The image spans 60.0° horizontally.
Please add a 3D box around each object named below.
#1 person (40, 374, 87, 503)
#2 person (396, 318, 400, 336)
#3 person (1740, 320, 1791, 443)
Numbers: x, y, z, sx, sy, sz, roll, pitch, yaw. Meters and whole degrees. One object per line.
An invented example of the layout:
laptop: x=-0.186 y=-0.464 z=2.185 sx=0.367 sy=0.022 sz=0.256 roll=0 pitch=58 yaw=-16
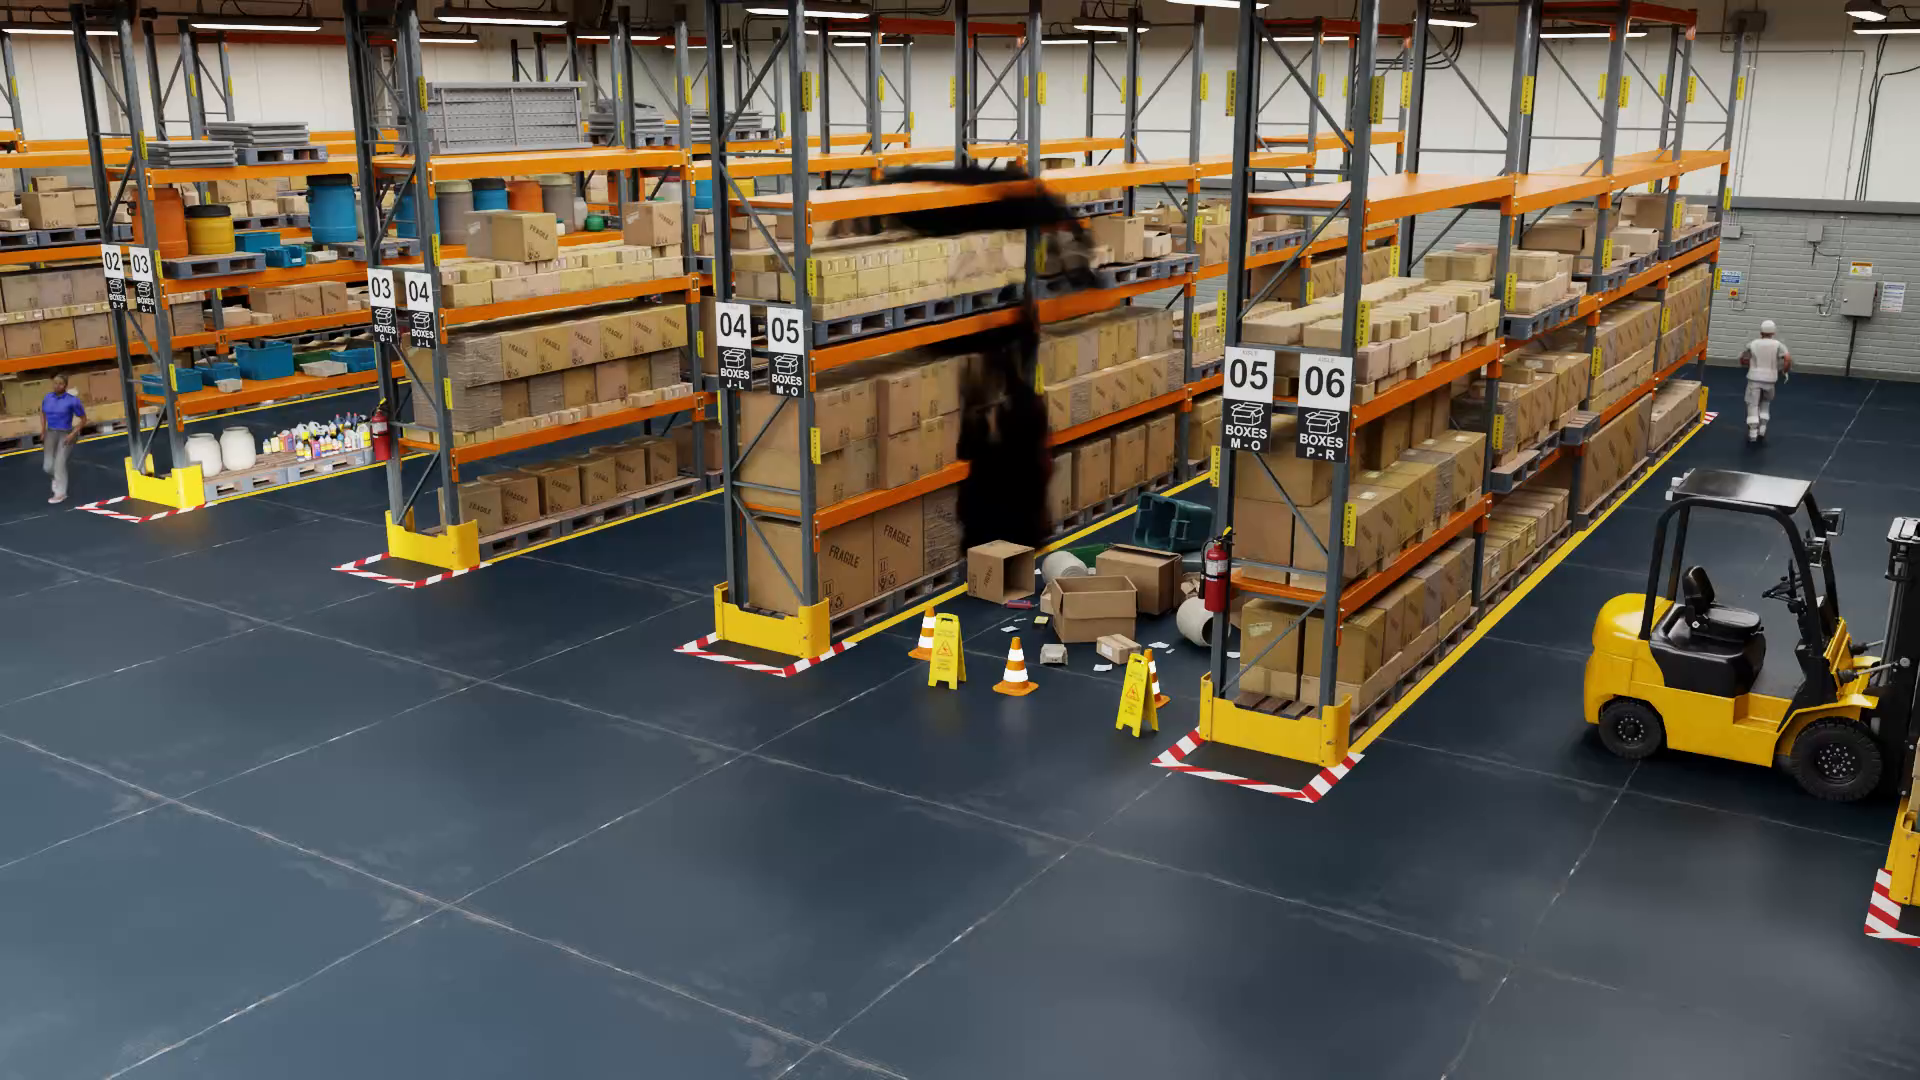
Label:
person: x=-11.265 y=-1.295 z=20.903 sx=0.635 sy=1.604 sz=0.537 roll=-1 pitch=16 yaw=-4
person: x=-10.949 y=-4.417 z=31.944 sx=0.592 sy=1.730 sz=0.858 roll=7 pitch=17 yaw=25
person: x=11.565 y=-2.251 z=23.981 sx=0.645 sy=1.845 sz=0.772 roll=5 pitch=16 yaw=17
